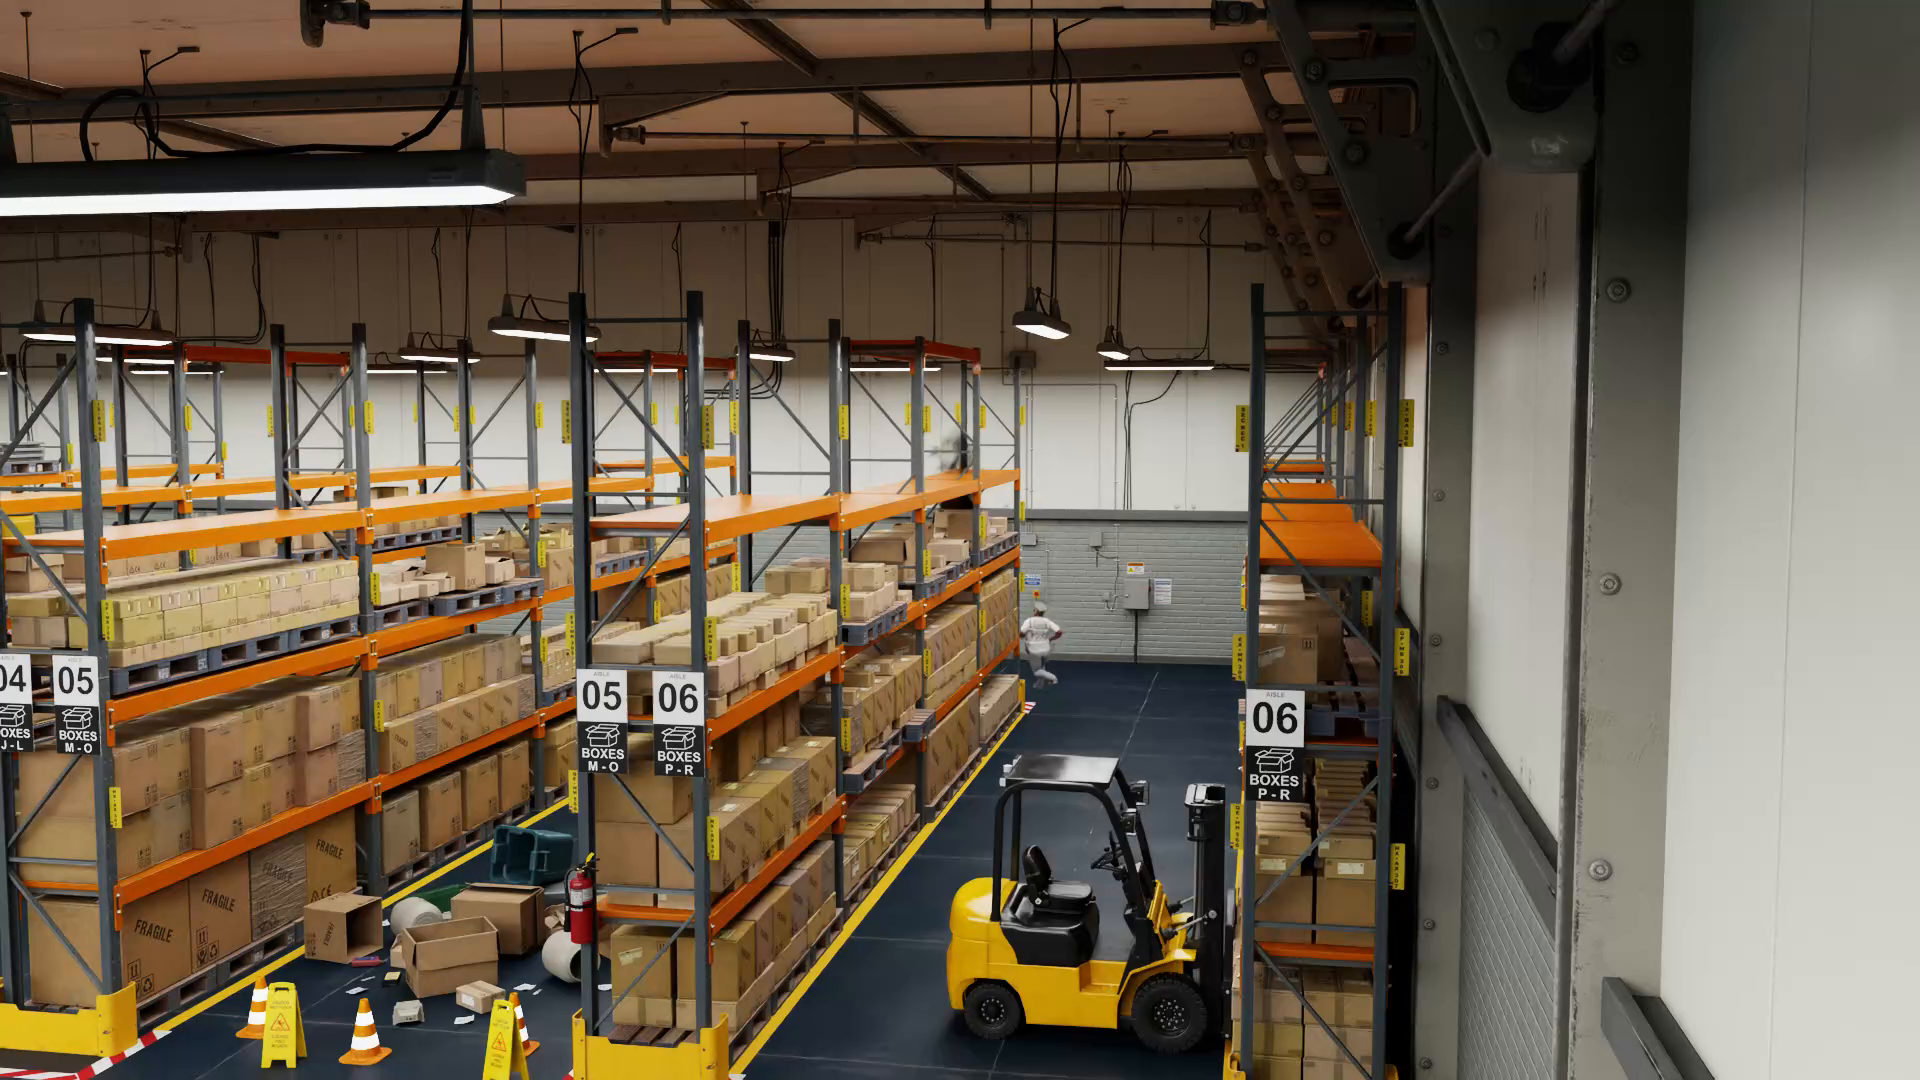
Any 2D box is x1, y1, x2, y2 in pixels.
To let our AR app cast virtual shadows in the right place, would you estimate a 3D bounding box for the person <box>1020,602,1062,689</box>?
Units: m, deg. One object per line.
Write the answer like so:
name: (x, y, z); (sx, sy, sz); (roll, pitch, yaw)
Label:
person: (1.347, 1.892, 29.507); (0.751, 1.634, 1.095); (-3, 5, -29)
